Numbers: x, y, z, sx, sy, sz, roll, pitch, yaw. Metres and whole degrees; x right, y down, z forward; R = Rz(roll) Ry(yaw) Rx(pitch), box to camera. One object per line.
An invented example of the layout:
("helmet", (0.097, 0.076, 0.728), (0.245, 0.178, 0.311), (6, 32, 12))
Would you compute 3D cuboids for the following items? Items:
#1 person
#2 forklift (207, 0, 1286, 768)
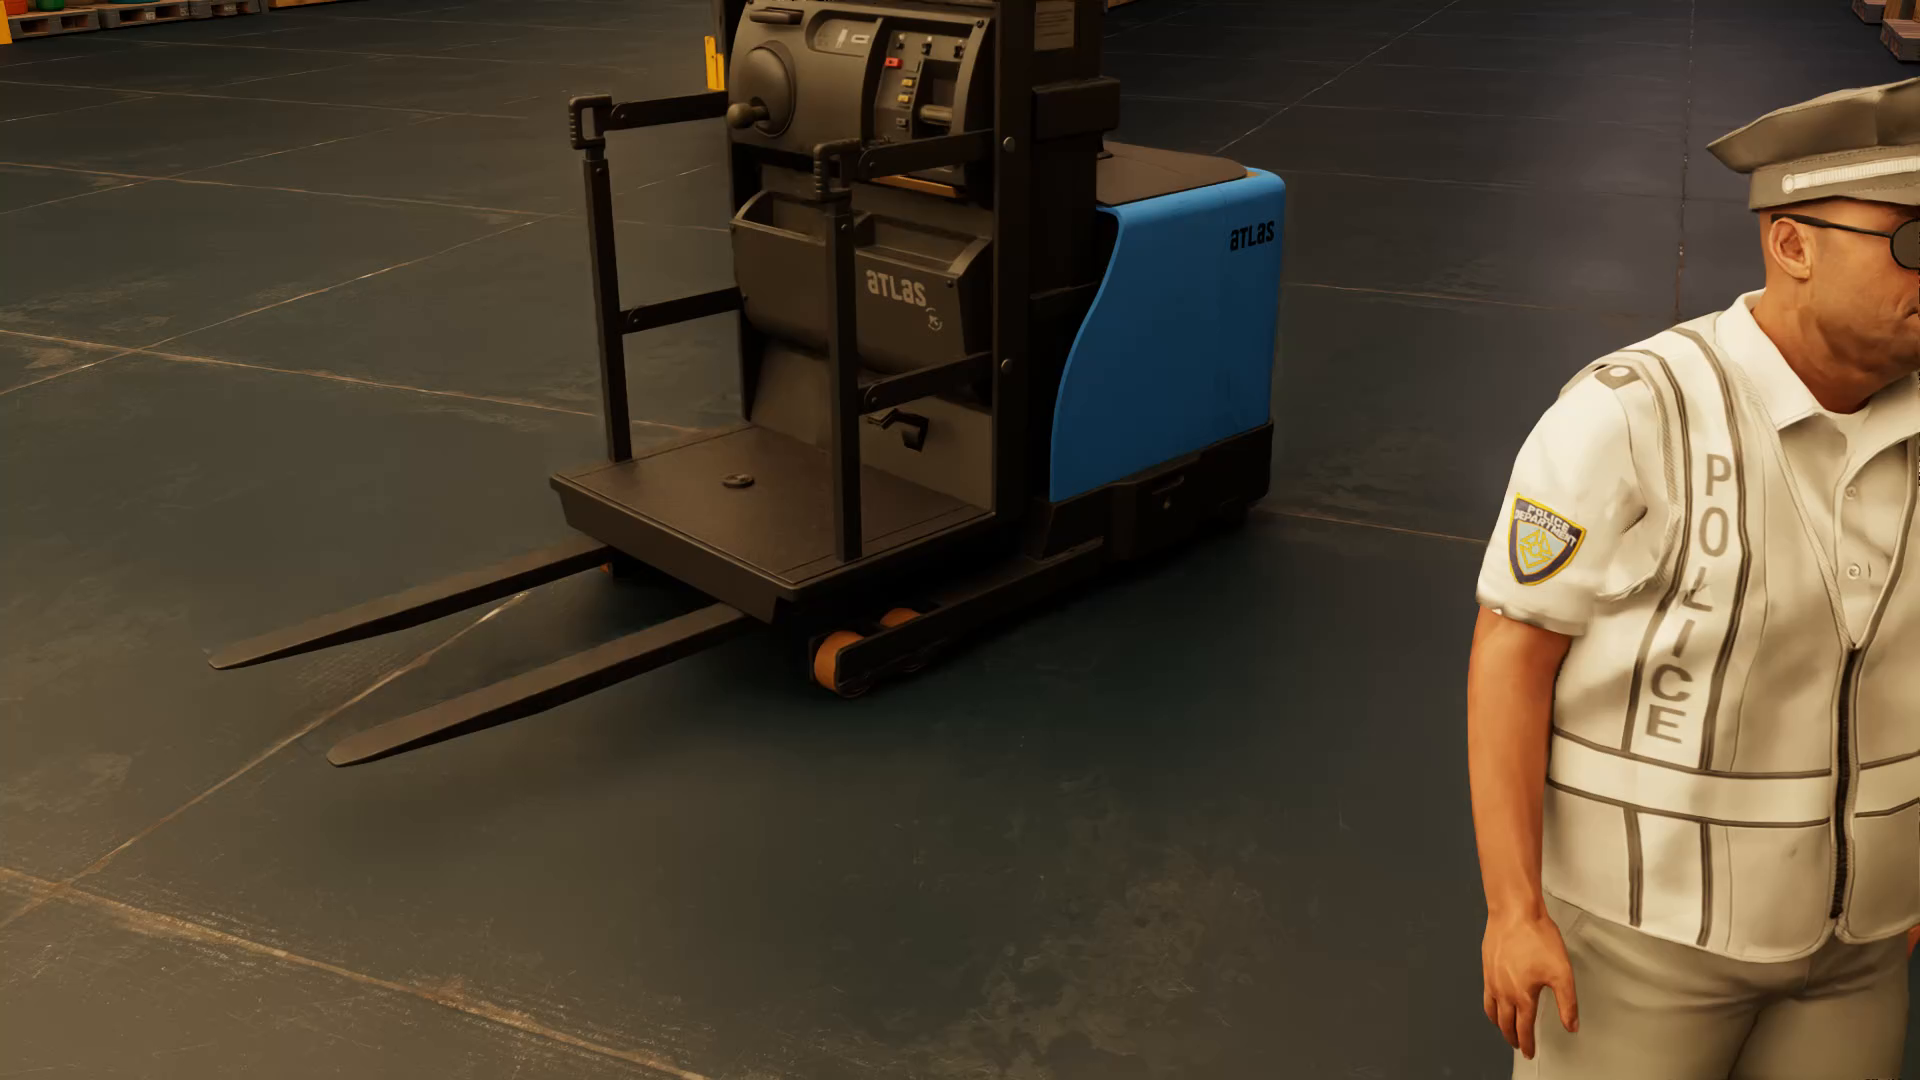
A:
("person", (0.862, 0.408, 1.834), (0.624, 1.796, 0.492), (-5, 23, -12))
("forklift", (-0.427, -1.183, 4.123), (3.031, 2.935, 1.130), (-21, 30, -40))
